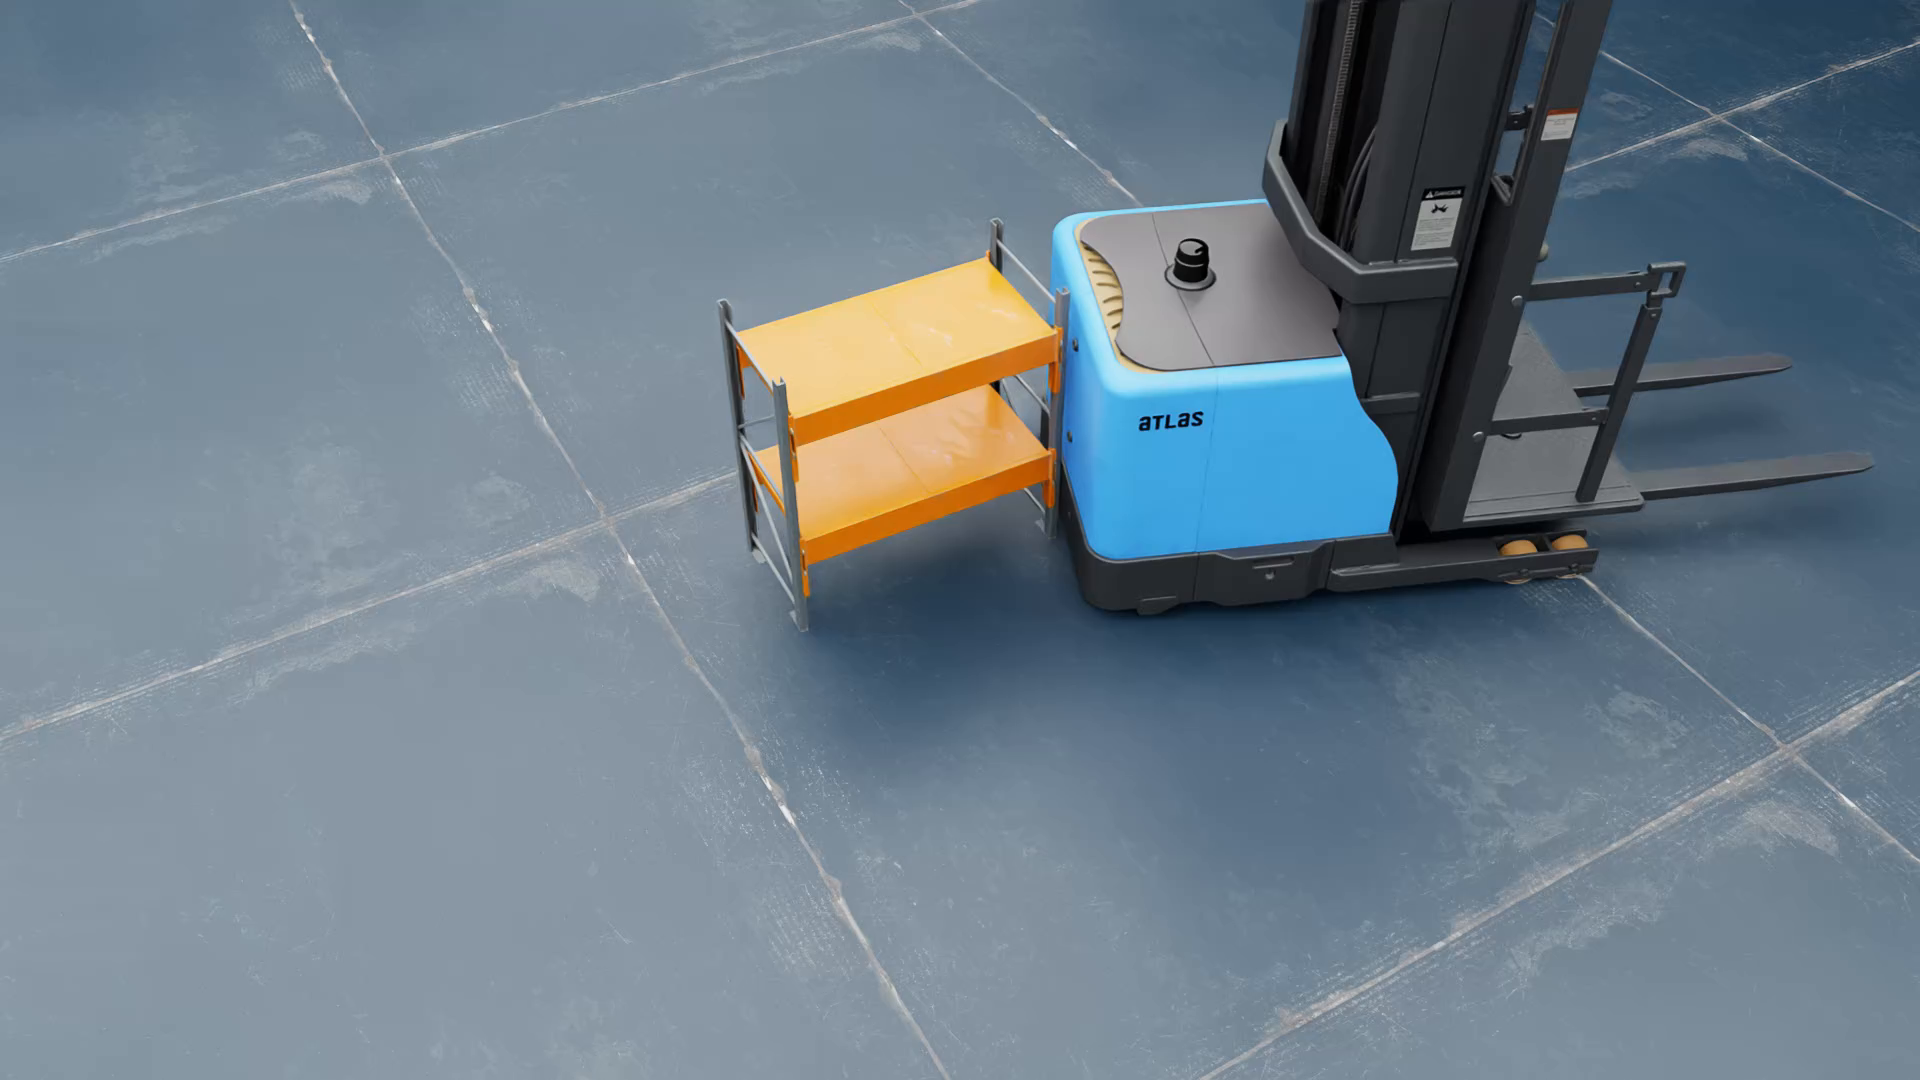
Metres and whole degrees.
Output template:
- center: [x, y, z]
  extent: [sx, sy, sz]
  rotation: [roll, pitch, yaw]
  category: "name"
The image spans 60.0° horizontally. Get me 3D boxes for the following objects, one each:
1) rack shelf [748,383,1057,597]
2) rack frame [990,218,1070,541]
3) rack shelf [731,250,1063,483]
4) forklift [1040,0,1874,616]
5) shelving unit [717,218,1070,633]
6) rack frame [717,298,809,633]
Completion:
- center: [-0.216, -0.220, 6.020]
  extent: [1.000, 0.278, 0.538]
  rotation: [-20, 48, -19]
  category: "rack shelf"
- center: [0.234, -0.560, 6.019]
  extent: [0.032, 1.125, 0.500]
  rotation: [-20, 48, -19]
  category: "rack frame"
- center: [-0.216, -0.605, 5.646]
  extent: [1.000, 0.278, 0.538]
  rotation: [-20, 48, -19]
  category: "rack shelf"
- center: [1.875, -1.251, 5.435]
  extent: [3.031, 2.935, 1.130]
  rotation: [-6, 44, -6]
  category: "forklift"
- center: [-0.216, -0.395, 5.850]
  extent: [1.048, 1.125, 0.538]
  rotation: [-20, 48, -19]
  category: "shelving unit"
- center: [-0.666, -0.231, 5.680]
  extent: [0.032, 1.125, 0.500]
  rotation: [-20, 48, -19]
  category: "rack frame"
